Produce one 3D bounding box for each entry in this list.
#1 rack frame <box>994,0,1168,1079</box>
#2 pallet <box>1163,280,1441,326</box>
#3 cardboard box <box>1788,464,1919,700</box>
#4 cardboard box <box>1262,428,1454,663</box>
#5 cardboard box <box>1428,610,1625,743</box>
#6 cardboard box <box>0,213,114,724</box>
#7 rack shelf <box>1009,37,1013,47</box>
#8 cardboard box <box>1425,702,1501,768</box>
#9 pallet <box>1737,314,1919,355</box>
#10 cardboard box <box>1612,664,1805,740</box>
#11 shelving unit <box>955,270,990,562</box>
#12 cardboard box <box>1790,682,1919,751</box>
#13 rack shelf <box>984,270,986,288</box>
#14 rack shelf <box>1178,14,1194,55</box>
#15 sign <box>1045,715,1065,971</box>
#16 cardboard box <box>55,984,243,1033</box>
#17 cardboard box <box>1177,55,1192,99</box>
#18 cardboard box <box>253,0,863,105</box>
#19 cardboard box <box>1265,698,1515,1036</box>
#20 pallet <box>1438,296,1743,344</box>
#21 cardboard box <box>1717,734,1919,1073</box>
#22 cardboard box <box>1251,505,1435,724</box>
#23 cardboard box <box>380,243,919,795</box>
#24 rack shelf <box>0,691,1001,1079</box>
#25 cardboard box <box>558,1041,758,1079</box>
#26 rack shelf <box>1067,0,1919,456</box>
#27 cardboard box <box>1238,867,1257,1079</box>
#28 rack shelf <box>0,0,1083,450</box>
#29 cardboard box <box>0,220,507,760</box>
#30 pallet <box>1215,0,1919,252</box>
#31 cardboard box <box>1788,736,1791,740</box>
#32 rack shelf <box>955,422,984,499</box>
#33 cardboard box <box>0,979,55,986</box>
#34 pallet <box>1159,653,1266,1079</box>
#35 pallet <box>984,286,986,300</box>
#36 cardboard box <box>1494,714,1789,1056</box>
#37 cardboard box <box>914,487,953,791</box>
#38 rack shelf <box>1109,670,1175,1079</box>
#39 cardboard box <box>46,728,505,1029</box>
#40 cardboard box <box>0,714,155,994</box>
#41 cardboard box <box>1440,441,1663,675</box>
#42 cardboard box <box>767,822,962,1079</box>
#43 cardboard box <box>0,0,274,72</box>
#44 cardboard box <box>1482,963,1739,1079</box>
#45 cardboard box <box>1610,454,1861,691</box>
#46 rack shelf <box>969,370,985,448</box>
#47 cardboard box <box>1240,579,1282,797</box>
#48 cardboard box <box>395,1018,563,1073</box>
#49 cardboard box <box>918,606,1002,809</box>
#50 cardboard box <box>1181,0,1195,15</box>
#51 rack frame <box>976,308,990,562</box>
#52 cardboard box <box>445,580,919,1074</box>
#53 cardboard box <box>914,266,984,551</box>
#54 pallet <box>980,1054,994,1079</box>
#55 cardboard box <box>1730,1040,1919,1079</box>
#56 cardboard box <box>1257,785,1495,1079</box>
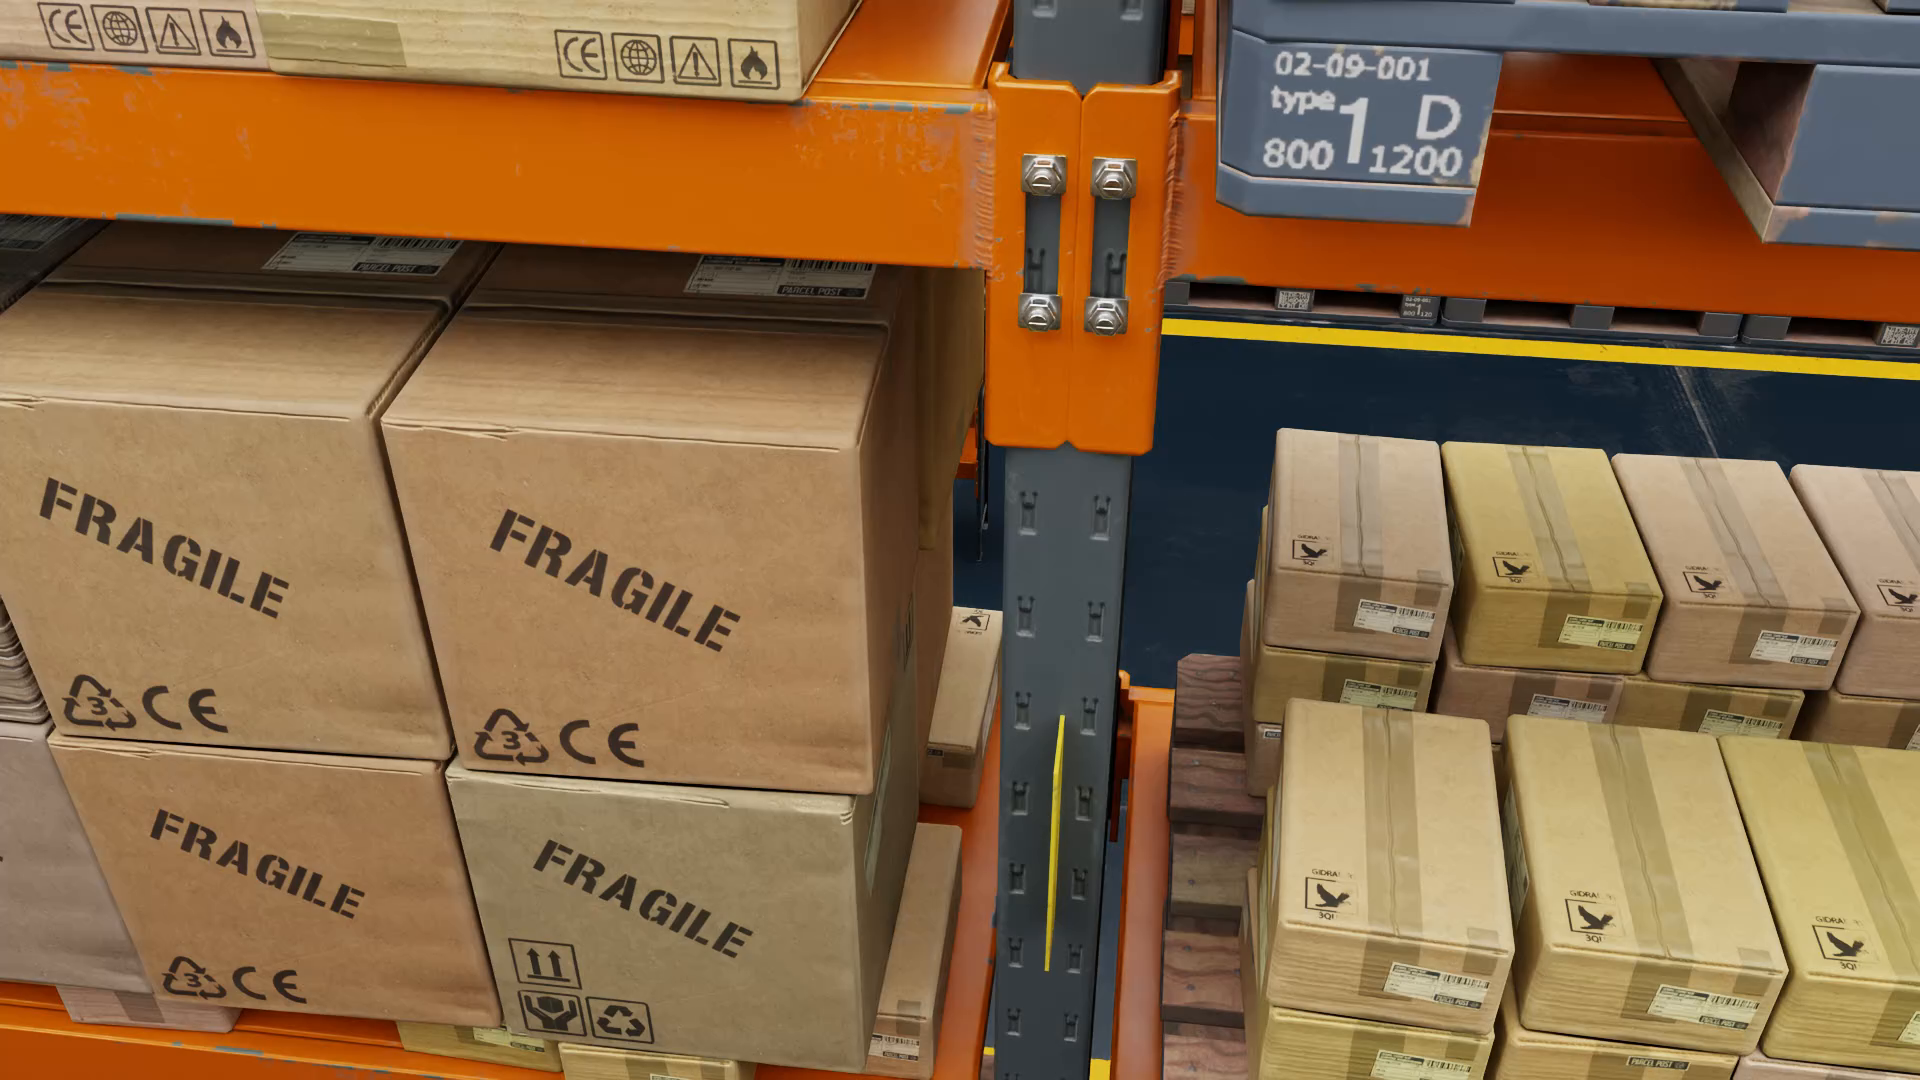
[{"bbox_3d":[0.171,0.395,2.614,0.053,2.616,0.949,4,36,6],"label":"rack frame"},{"bbox_3d":[1.476,-1.318,7.415,1.213,0.211,1.003,4,36,6],"label":"pallet"},{"bbox_3d":[1.377,0.059,2.428,0.250,0.149,0.380,4,36,6],"label":"cardboard box"},{"bbox_3d":[0.594,0.000,2.511,0.250,0.149,0.380,6,36,8],"label":"cardboard box"},{"bbox_3d":[0.853,0.138,2.573,0.250,0.149,0.380,4,36,6],"label":"cardboard box"},{"bbox_3d":[-1.349,-0.136,2.155,0.500,0.500,0.500,5,36,7],"label":"cardboard box"},{"bbox_3d":[-1.282,-2.322,7.040,4.000,0.370,1.077,4,36,6],"label":"rack shelf"},{"bbox_3d":[0.848,0.259,2.660,0.250,0.149,0.380,4,36,6],"label":"cardboard box"},{"bbox_3d":[3.896,-1.137,7.162,1.213,0.211,1.003,4,36,6],"label":"pallet"},{"bbox_3d":[1.098,0.158,2.545,0.250,0.149,0.380,6,36,8],"label":"cardboard box"},{"bbox_3d":[-0.164,-0.501,5.419,0.503,1.200,0.258,4,36,6],"label":"shelving unit"},{"bbox_3d":[1.370,0.176,2.520,0.250,0.149,0.380,3,36,4],"label":"cardboard box"},{"bbox_3d":[-0.164,-0.820,5.190,0.480,0.148,0.258,4,36,6],"label":"rack shelf"},{"bbox_3d":[2.685,-2.026,6.625,4.000,0.370,1.077,4,36,6],"label":"rack shelf"},{"bbox_3d":[0.110,0.354,1.926,0.005,0.325,0.100,4,36,6],"label":"sign"},{"bbox_3d":[-1.195,0.563,2.596,0.250,0.149,0.380,3,36,4],"label":"cardboard box"},{"bbox_3d":[1.327,-1.773,7.119,0.875,0.875,0.875,5,36,7],"label":"cardboard box"},{"bbox_3d":[-0.350,-0.647,1.622,0.500,0.250,0.500,5,36,7],"label":"cardboard box"},{"bbox_3d":[0.503,0.377,1.983,0.250,0.149,0.380,6,36,8],"label":"cardboard box"},{"bbox_3d":[2.690,-1.229,7.290,1.213,0.211,1.003,4,36,6],"label":"pallet"},{"bbox_3d":[1.035,0.414,1.930,0.250,0.149,0.380,5,36,6],"label":"cardboard box"},{"bbox_3d":[0.591,0.119,2.600,0.250,0.149,0.380,5,36,7],"label":"cardboard box"},{"bbox_3d":[-0.329,-0.054,2.041,0.500,0.500,0.500,3,36,4],"label":"cardboard box"},{"bbox_3d":[-1.813,0.538,3.033,4.000,0.370,1.077,4,36,6],"label":"rack shelf"},{"bbox_3d":[-0.411,0.653,2.469,0.250,0.149,0.380,3,36,5],"label":"cardboard box"},{"bbox_3d":[2.155,-0.387,1.747,4.000,0.370,1.077,4,36,6],"label":"rack shelf"},{"bbox_3d":[0.503,0.619,2.156,0.250,0.149,0.380,3,36,4],"label":"cardboard box"},{"bbox_3d":[-1.813,-0.683,2.162,4.000,0.370,1.077,4,36,6],"label":"rack shelf"},{"bbox_3d":[-0.843,-0.090,2.091,0.500,0.500,0.500,3,36,4],"label":"cardboard box"},{"bbox_3d":[0.770,-0.644,1.650,1.003,0.211,1.213,4,36,6],"label":"pallet"},{"bbox_3d":[1.344,0.297,2.606,0.250,0.149,0.380,3,36,4],"label":"cardboard box"},{"bbox_3d":[-0.164,-0.284,5.573,0.480,0.148,0.258,4,36,6],"label":"rack shelf"},{"bbox_3d":[-1.440,0.513,2.665,0.250,0.149,0.380,4,36,5],"label":"cardboard box"},{"bbox_3d":[0.911,0.612,2.476,1.213,0.211,1.003,4,36,6],"label":"pallet"},{"bbox_3d":[-0.043,-1.433,7.576,1.213,0.211,1.003,4,36,6],"label":"pallet"},{"bbox_3d":[0.781,0.394,1.959,0.250,0.149,0.380,5,36,7],"label":"cardboard box"},{"bbox_3d":[-0.288,0.050,2.756,0.500,0.500,0.500,4,36,5],"label":"cardboard box"},{"bbox_3d":[2.155,0.834,2.618,4.000,0.370,1.077,4,36,6],"label":"rack shelf"},{"bbox_3d":[-0.859,0.319,2.378,0.500,0.500,0.500,3,36,5],"label":"cardboard box"},{"bbox_3d":[-1.353,0.282,2.431,0.500,0.500,0.500,4,36,6],"label":"cardboard box"},{"bbox_3d":[0.861,0.019,2.484,0.250,0.149,0.380,3,36,5],"label":"cardboard box"},{"bbox_3d":[-0.142,0.609,2.530,0.250,0.149,0.380,4,36,5],"label":"cardboard box"},{"bbox_3d":[-0.844,-0.691,1.683,0.500,0.250,0.500,4,36,6],"label":"cardboard box"},{"bbox_3d":[0.761,0.516,2.044,0.250,0.149,0.380,4,36,5],"label":"cardboard box"},{"bbox_3d":[1.117,0.039,2.455,0.250,0.149,0.380,3,36,4],"label":"cardboard box"},{"bbox_3d":[-0.164,-0.446,5.458,0.480,0.148,0.258,4,36,6],"label":"rack shelf"},{"bbox_3d":[0.590,0.240,2.686,0.250,0.149,0.380,3,36,5],"label":"cardboard box"},{"bbox_3d":[-0.669,0.599,2.545,0.250,0.149,0.380,6,36,8],"label":"cardboard box"},{"bbox_3d":[-0.068,0.286,2.983,0.250,0.149,0.380,6,36,8],"label":"cardboard box"},{"bbox_3d":[1.104,-2.221,6.408,0.500,0.250,0.500,3,36,5],"label":"cardboard box"},{"bbox_3d":[0.078,-0.483,5.393,0.015,1.200,0.240,4,36,6],"label":"rack frame"},{"bbox_3d":[-0.345,0.358,2.323,0.500,0.500,0.500,4,36,6],"label":"cardboard box"},{"bbox_3d":[-0.245,-0.349,2.454,0.500,0.500,0.500,5,36,7],"label":"cardboard box"},{"bbox_3d":[-0.499,1.499,3.468,1.213,0.211,1.003,4,36,6],"label":"pallet"},{"bbox_3d":[1.017,0.535,2.018,0.250,0.149,0.380,5,36,7],"label":"cardboard box"},{"bbox_3d":[0.503,0.498,2.069,0.250,0.149,0.380,5,36,7],"label":"cardboard box"}]
